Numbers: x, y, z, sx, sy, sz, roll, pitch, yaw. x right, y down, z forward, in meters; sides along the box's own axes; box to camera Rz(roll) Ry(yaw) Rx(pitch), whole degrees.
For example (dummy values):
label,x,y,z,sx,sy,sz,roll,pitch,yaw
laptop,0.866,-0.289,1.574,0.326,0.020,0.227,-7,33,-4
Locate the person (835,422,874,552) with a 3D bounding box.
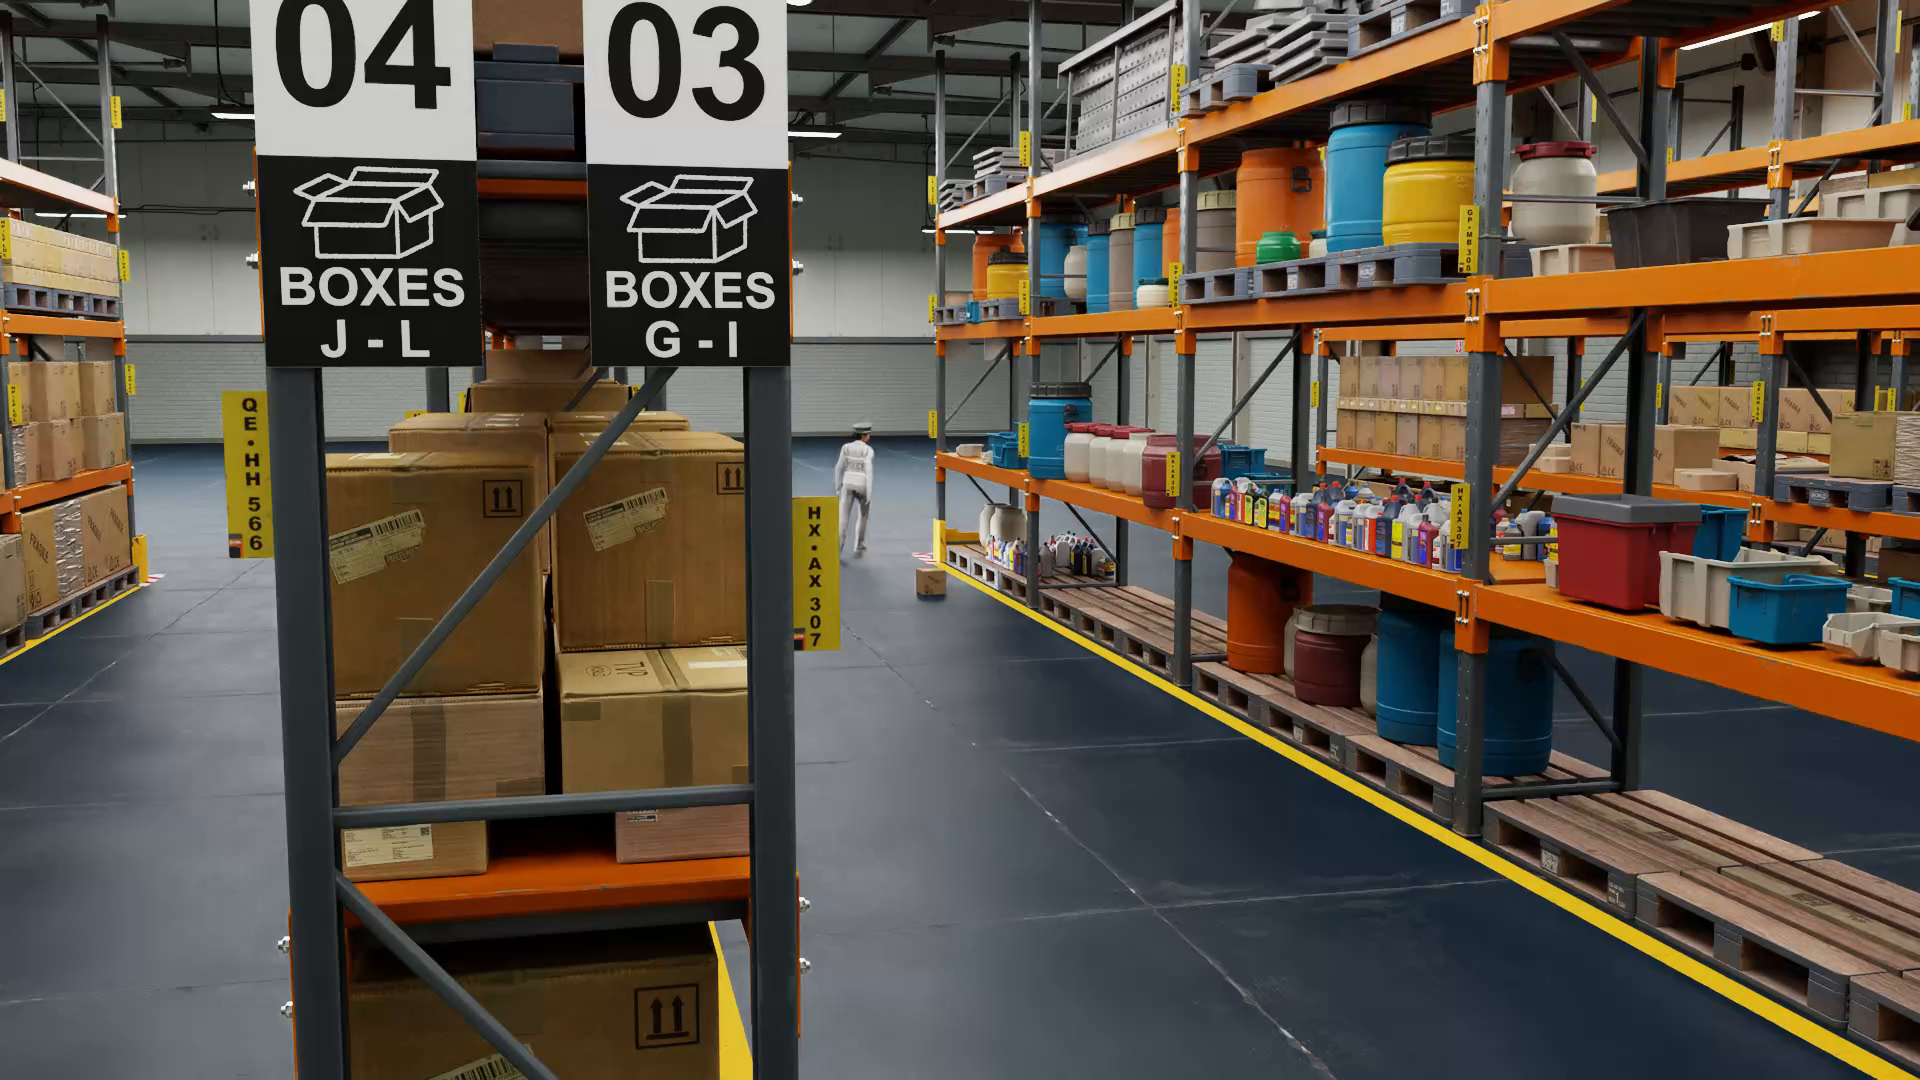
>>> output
label,x,y,z,sx,sy,sz,roll,pitch,yaw
person,-1.314,-0.638,20.465,0.555,1.612,0.893,1,6,13
